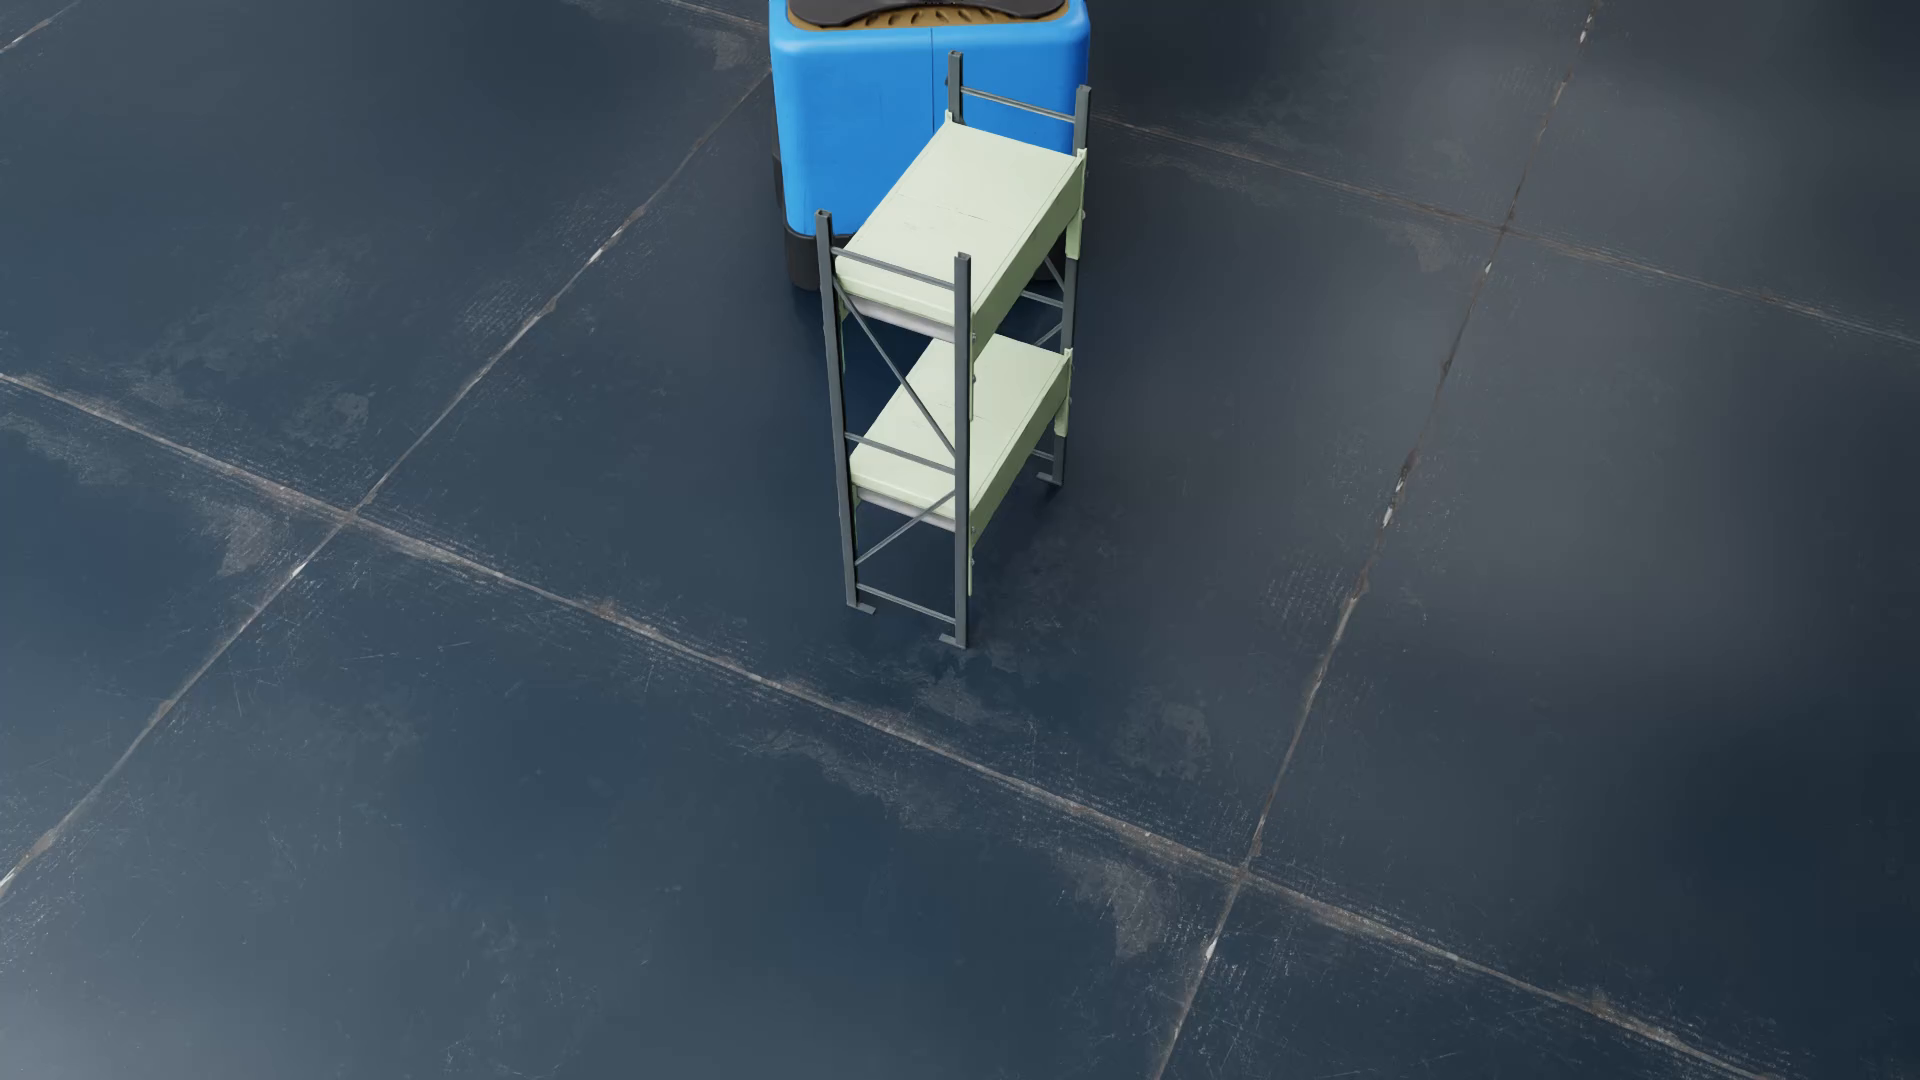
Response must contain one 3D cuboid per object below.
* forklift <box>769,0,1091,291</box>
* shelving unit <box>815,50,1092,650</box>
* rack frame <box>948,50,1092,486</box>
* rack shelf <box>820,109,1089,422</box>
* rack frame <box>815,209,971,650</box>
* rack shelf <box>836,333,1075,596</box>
[{"bbox_3d":[-0.196,-2.960,5.844,1.130,2.935,3.031,-3,50,-3],"label":"forklift"},{"bbox_3d":[-0.003,-0.481,4.675,0.431,1.500,0.755,20,52,16],"label":"shelving unit"},{"bbox_3d":[0.154,-0.733,4.889,0.400,1.500,0.023,20,52,16],"label":"rack frame"},{"bbox_3d":[-0.003,-0.734,4.378,0.431,0.370,0.720,20,52,16],"label":"rack shelf"},{"bbox_3d":[-0.159,-0.229,4.460,0.400,1.500,0.023,20,52,16],"label":"rack frame"},{"bbox_3d":[-0.003,-0.270,4.923,0.431,0.370,0.720,20,52,16],"label":"rack shelf"}]
